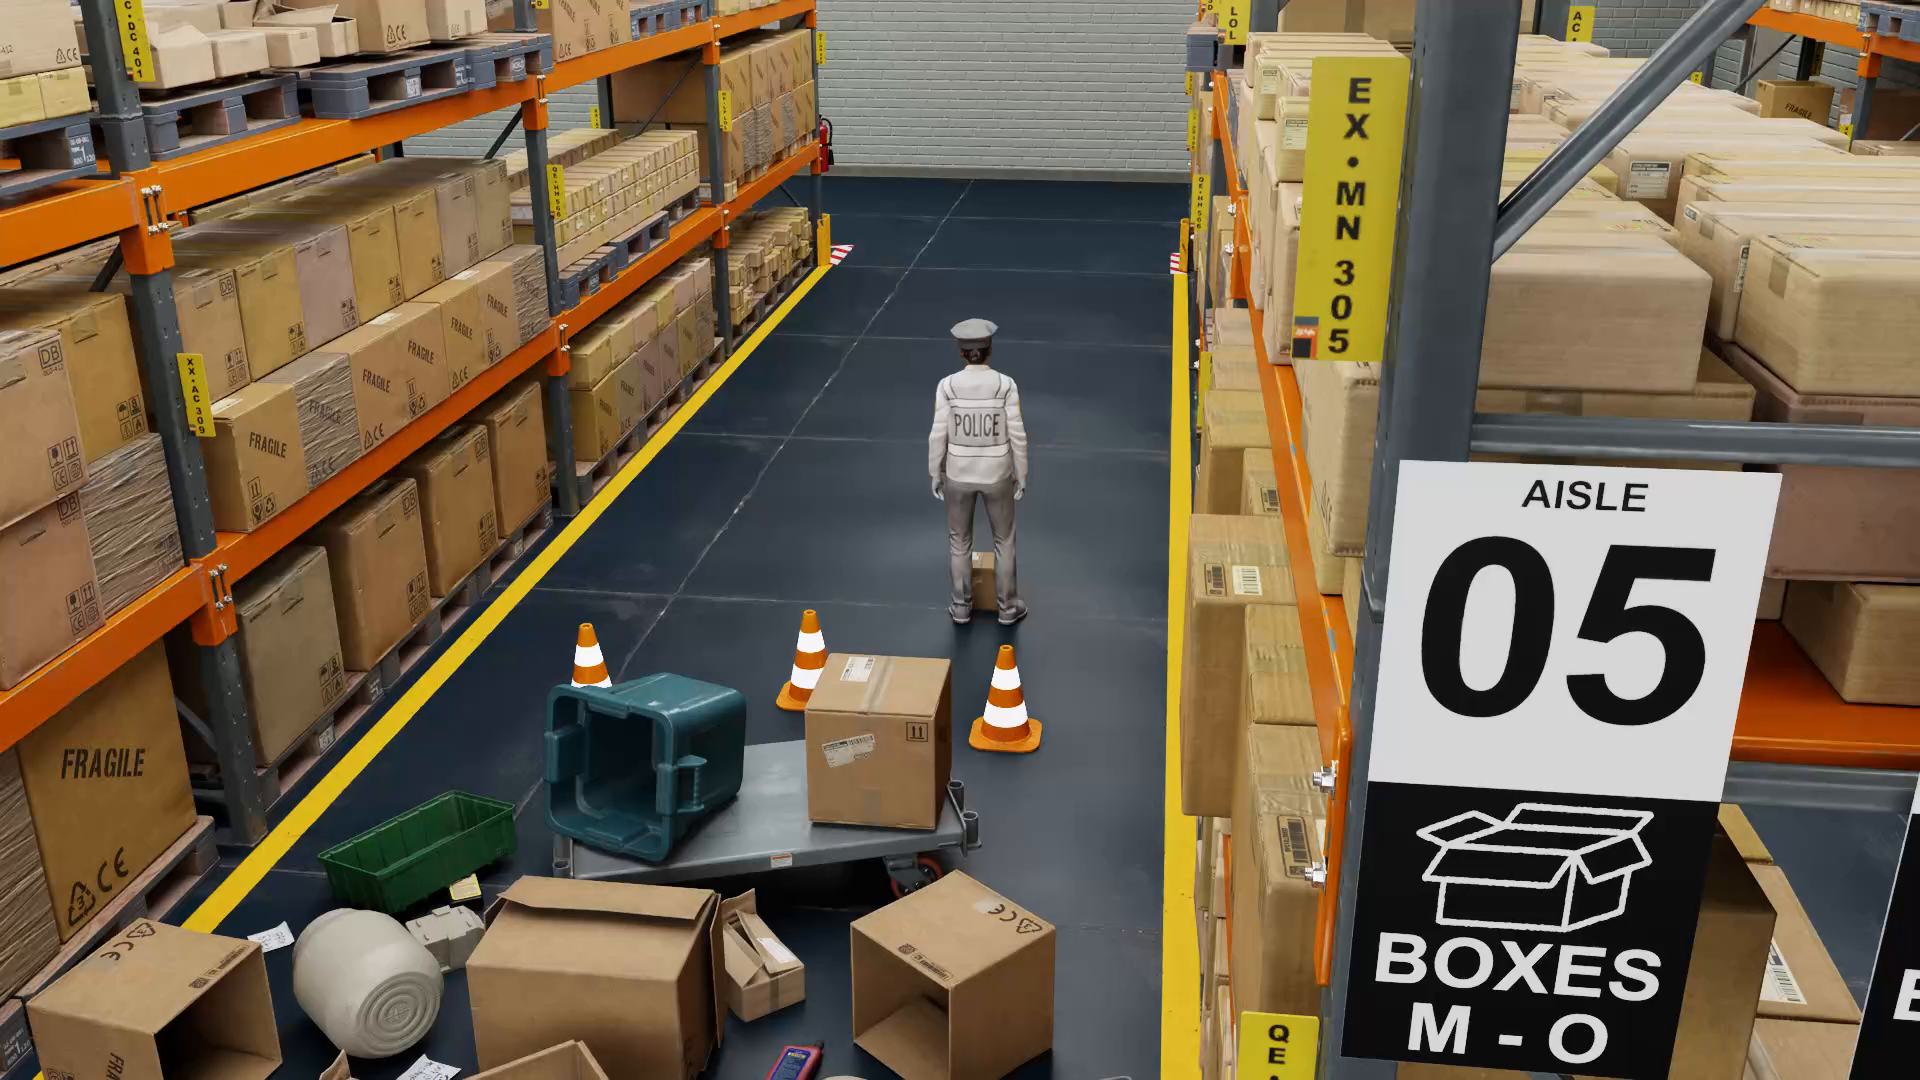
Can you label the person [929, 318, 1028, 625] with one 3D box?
[{"bbox_3d":[0.101,-0.340,8.951,0.541,1.662,0.375,1,21,3],"label":"person"}]
